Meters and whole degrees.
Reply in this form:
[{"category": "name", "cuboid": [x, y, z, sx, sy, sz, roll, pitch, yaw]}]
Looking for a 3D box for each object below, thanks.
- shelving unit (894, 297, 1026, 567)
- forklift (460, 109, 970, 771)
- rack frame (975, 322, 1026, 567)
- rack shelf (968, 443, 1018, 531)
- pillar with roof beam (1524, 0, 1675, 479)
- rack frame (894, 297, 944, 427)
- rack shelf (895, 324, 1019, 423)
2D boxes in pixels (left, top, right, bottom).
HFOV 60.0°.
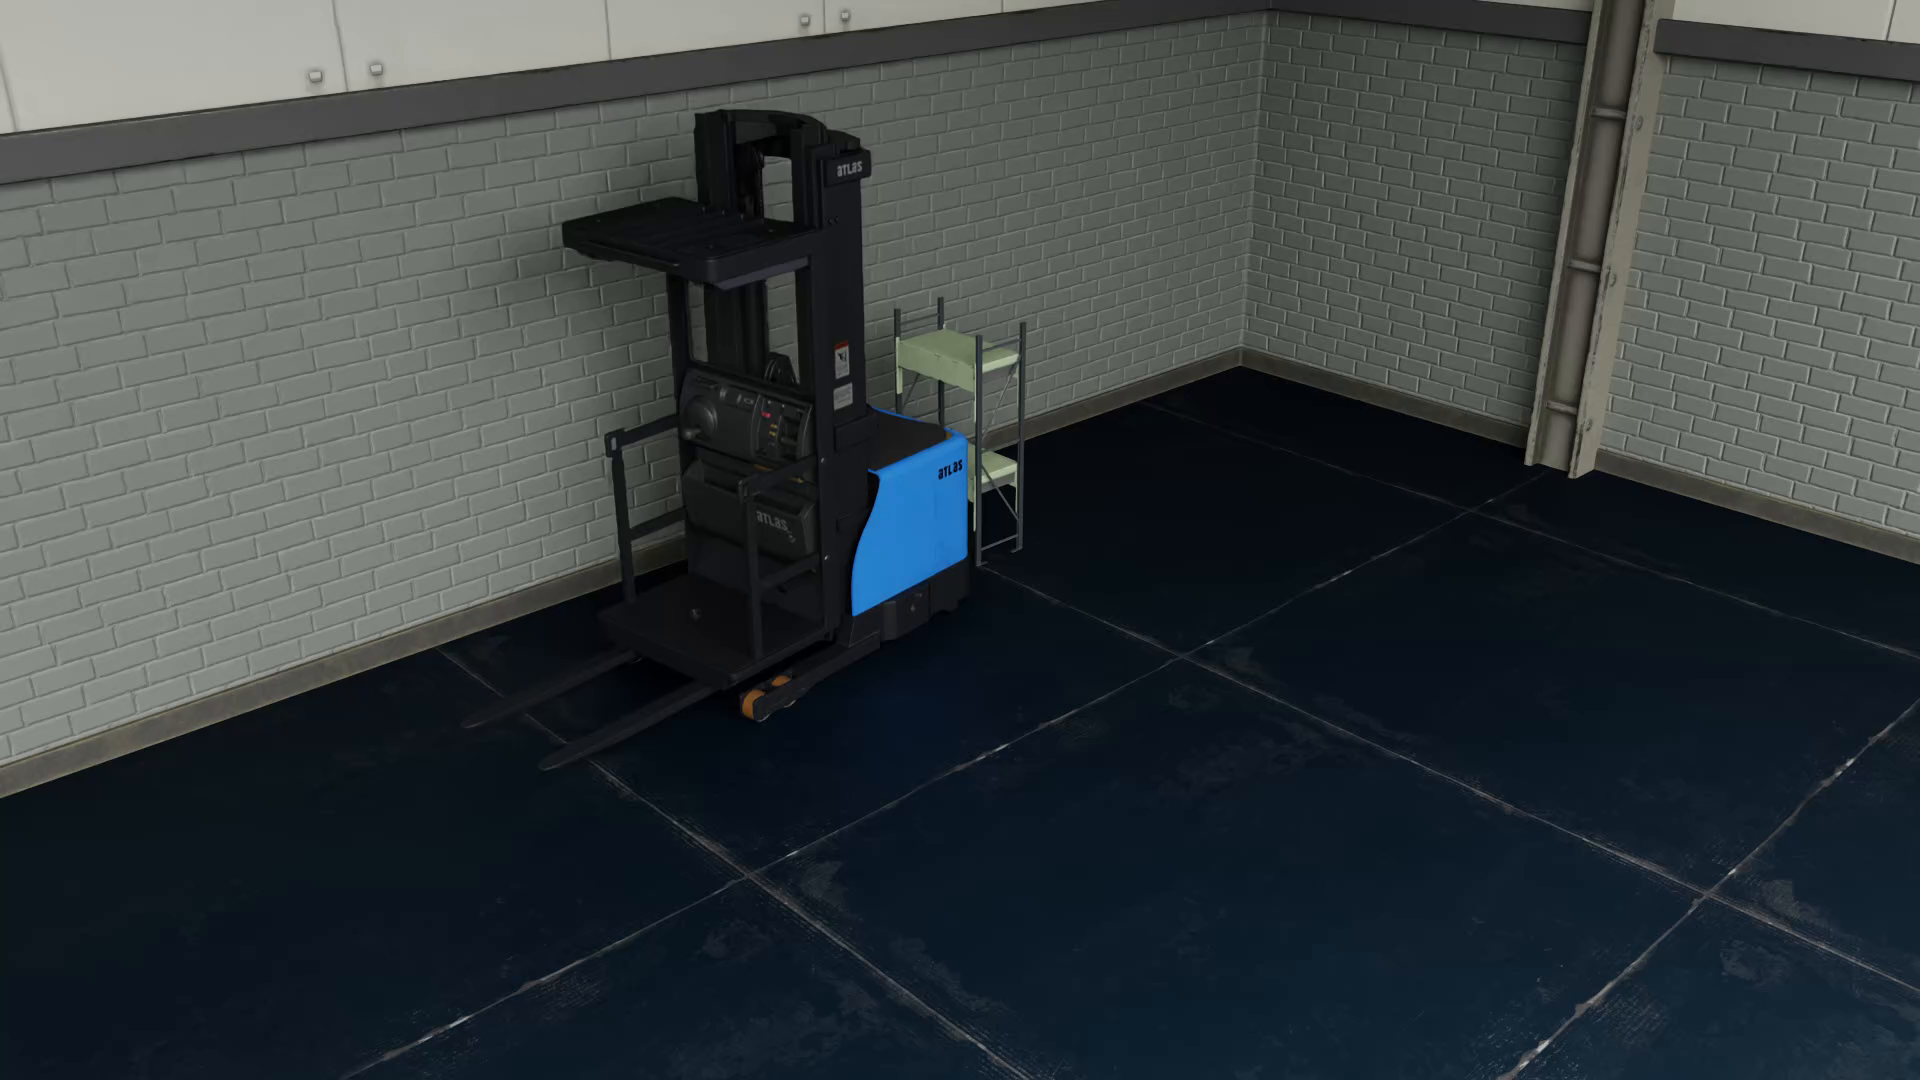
[{"category": "shelving unit", "cuboid": [-0.005, -0.684, 10.443, 0.431, 1.500, 0.755, -21, 32, -38]}, {"category": "forklift", "cuboid": [-1.261, -0.619, 8.576, 1.130, 2.935, 3.031, 19, 30, 35]}, {"category": "rack frame", "cuboid": [0.246, -0.573, 10.200, 0.400, 1.500, 0.023, -21, 32, -38]}, {"category": "rack shelf", "cuboid": [-0.005, -0.388, 10.578, 0.431, 0.370, 0.720, -21, 32, -38]}, {"category": "pillar with roof beam", "cuboid": [1.153, -3.405, 7.372, 9.100, 9.000, 0.400, -21, 32, -38]}, {"category": "rack frame", "cuboid": [-0.255, -0.795, 10.686, 0.400, 1.500, 0.023, -21, 32, -38]}, {"category": "rack shelf", "cuboid": [-0.005, -1.039, 10.281, 0.431, 0.370, 0.720, -21, 32, -38]}]
